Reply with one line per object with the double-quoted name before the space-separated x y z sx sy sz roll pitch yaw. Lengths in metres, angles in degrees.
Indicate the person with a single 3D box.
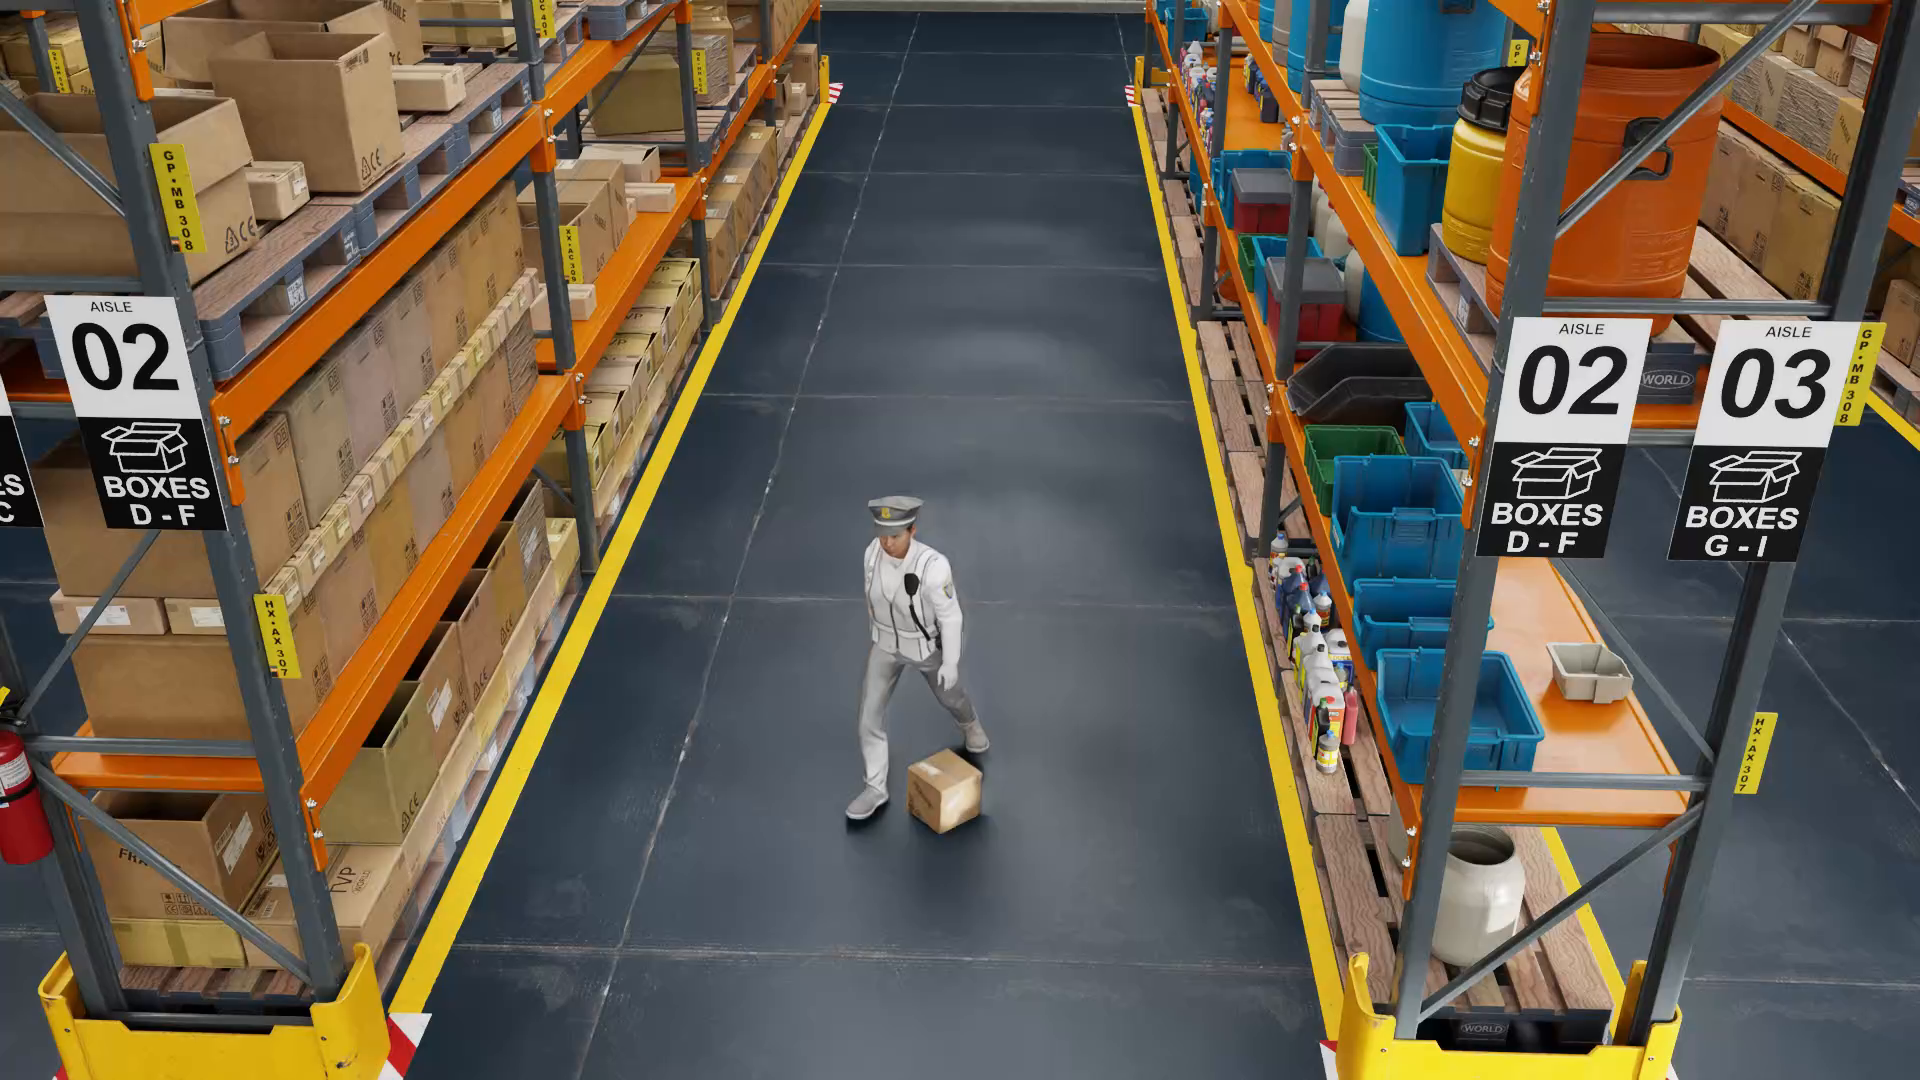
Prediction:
"person" -0.197 0.461 7.776 0.517 1.609 0.927 11 30 20
